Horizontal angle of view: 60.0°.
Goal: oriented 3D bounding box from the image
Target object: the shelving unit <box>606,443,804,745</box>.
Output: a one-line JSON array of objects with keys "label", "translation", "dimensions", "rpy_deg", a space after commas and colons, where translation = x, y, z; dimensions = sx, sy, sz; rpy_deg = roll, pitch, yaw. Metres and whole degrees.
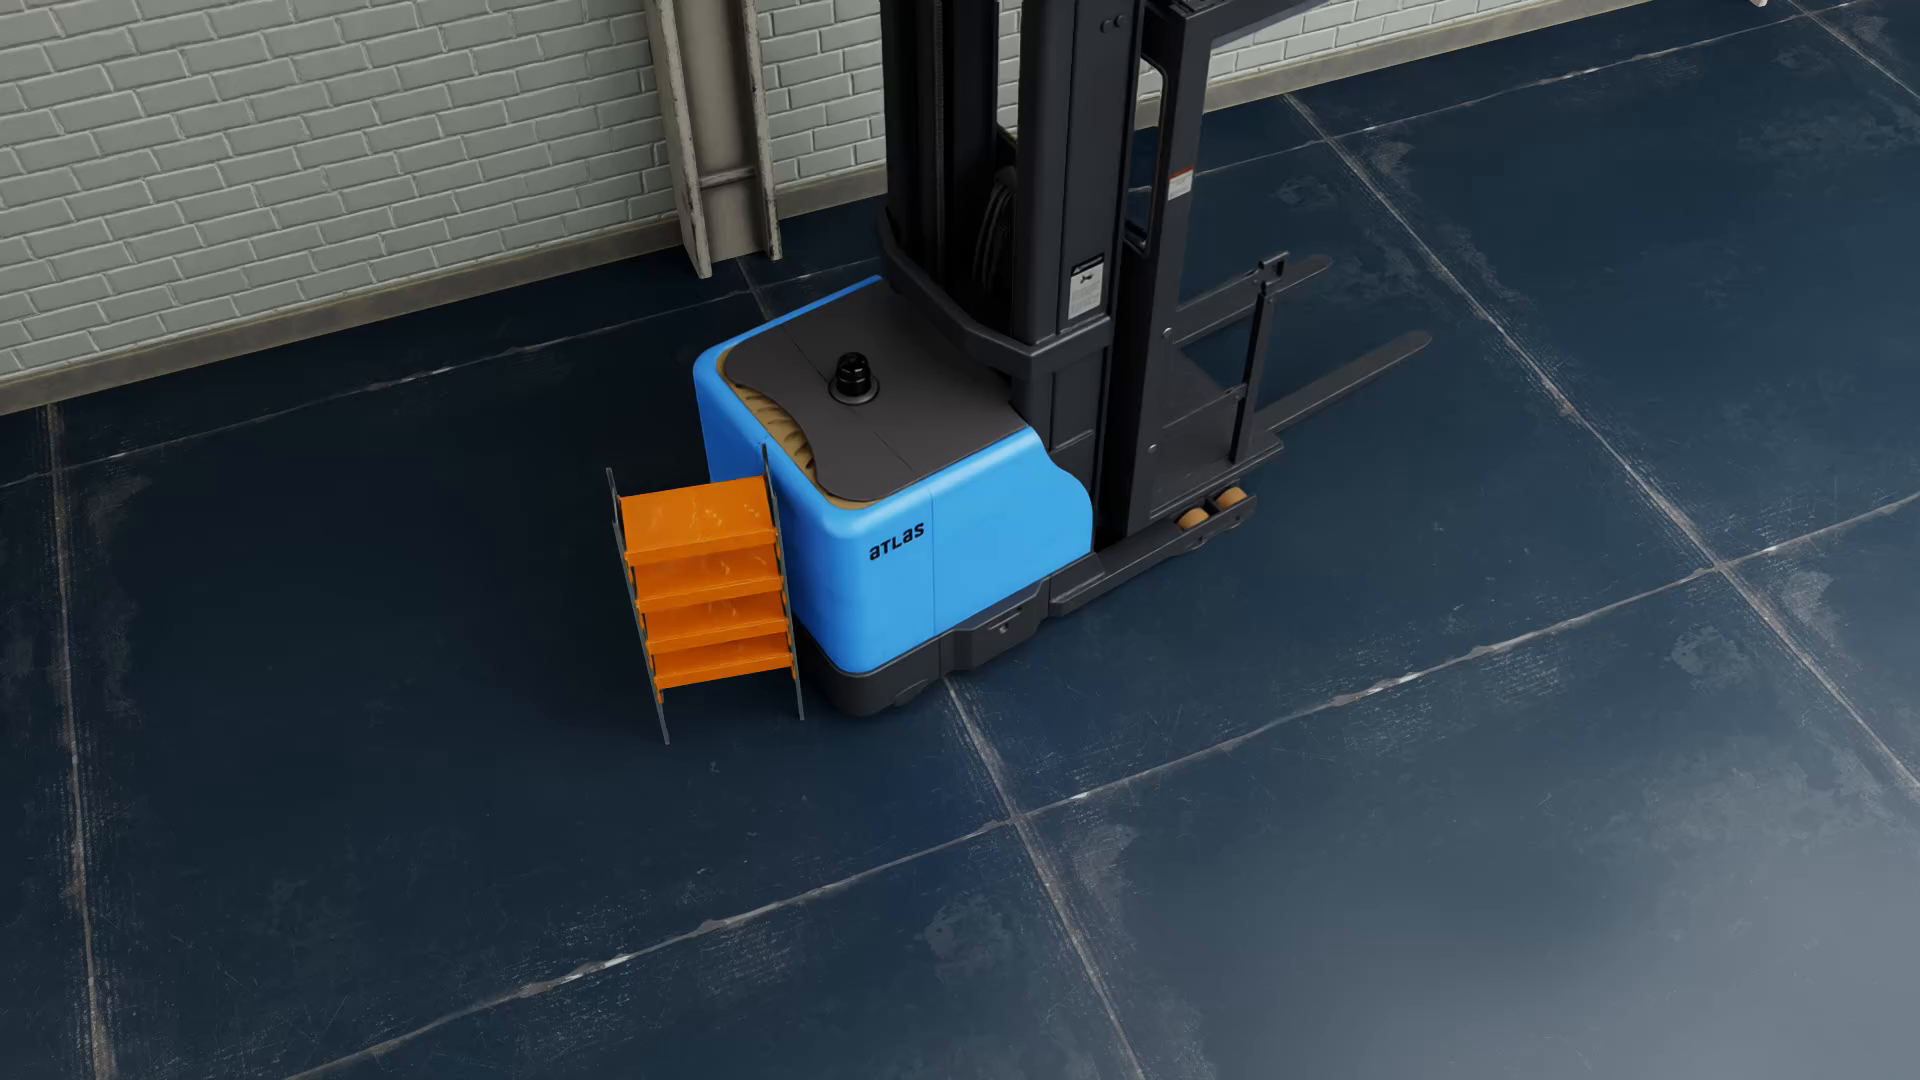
[{"label": "shelving unit", "translation": [-0.836, 0.214, 5.616], "dimensions": [0.503, 1.200, 0.258], "rpy_deg": [-10, 50, -8]}]

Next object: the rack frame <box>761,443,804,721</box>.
[{"label": "rack frame", "translation": [-0.598, 0.174, 5.651], "dimensions": [0.015, 1.200, 0.240], "rpy_deg": [-10, 50, -8]}]

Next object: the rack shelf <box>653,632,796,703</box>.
[{"label": "rack shelf", "translation": [-0.836, 0.387, 5.818], "dimensions": [0.480, 0.148, 0.258], "rpy_deg": [-10, 50, -8]}]

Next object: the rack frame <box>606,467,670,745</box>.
[{"label": "rack frame", "translation": [-1.074, 0.254, 5.582], "dimensions": [0.015, 1.200, 0.240], "rpy_deg": [-10, 50, -8]}]

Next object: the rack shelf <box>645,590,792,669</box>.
[{"label": "rack shelf", "translation": [-0.836, 0.258, 5.667], "dimensions": [0.480, 0.148, 0.258], "rpy_deg": [-10, 50, -8]}]

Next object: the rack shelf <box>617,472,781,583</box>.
[{"label": "rack shelf", "translation": [-0.836, -0.042, 5.318], "dimensions": [0.480, 0.148, 0.258], "rpy_deg": [-10, 50, -8]}]

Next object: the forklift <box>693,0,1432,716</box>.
[{"label": "forklift", "translation": [0.565, -1.223, 5.709], "dimensions": [3.031, 2.935, 1.130], "rpy_deg": [-28, 55, -22]}]

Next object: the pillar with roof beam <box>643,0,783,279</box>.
[{"label": "pillar with roof beam", "translation": [0.564, -1.268, 1.748], "dimensions": [0.400, 9.000, 9.100], "rpy_deg": [-17, 52, -14]}]

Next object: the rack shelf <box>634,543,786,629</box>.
[{"label": "rack shelf", "translation": [-0.836, 0.112, 5.498], "dimensions": [0.480, 0.148, 0.258], "rpy_deg": [-10, 50, -8]}]
